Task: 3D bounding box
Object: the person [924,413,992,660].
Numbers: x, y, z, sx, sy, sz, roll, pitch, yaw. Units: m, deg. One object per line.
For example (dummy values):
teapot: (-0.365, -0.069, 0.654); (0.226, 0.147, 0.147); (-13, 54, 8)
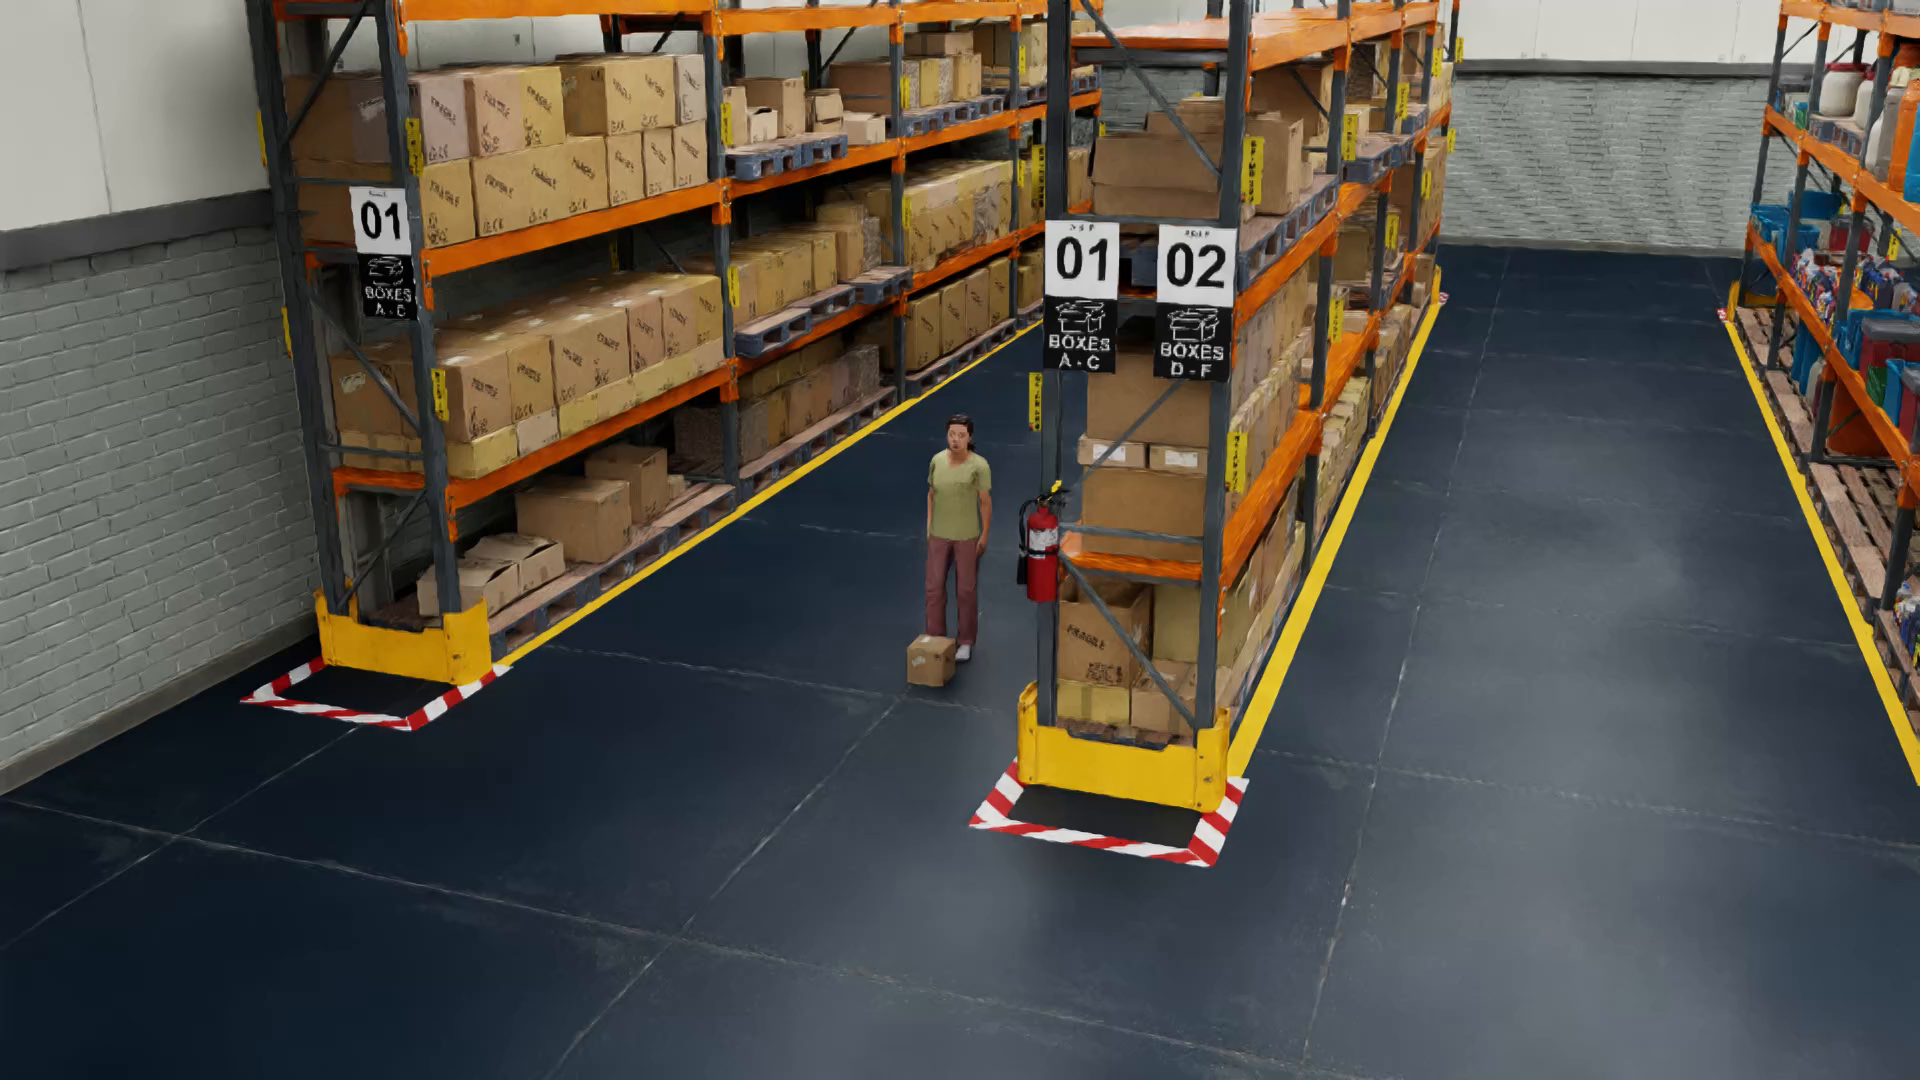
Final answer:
person: (-0.026, -0.022, 11.131); (0.462, 1.674, 0.418); (7, 20, 19)
